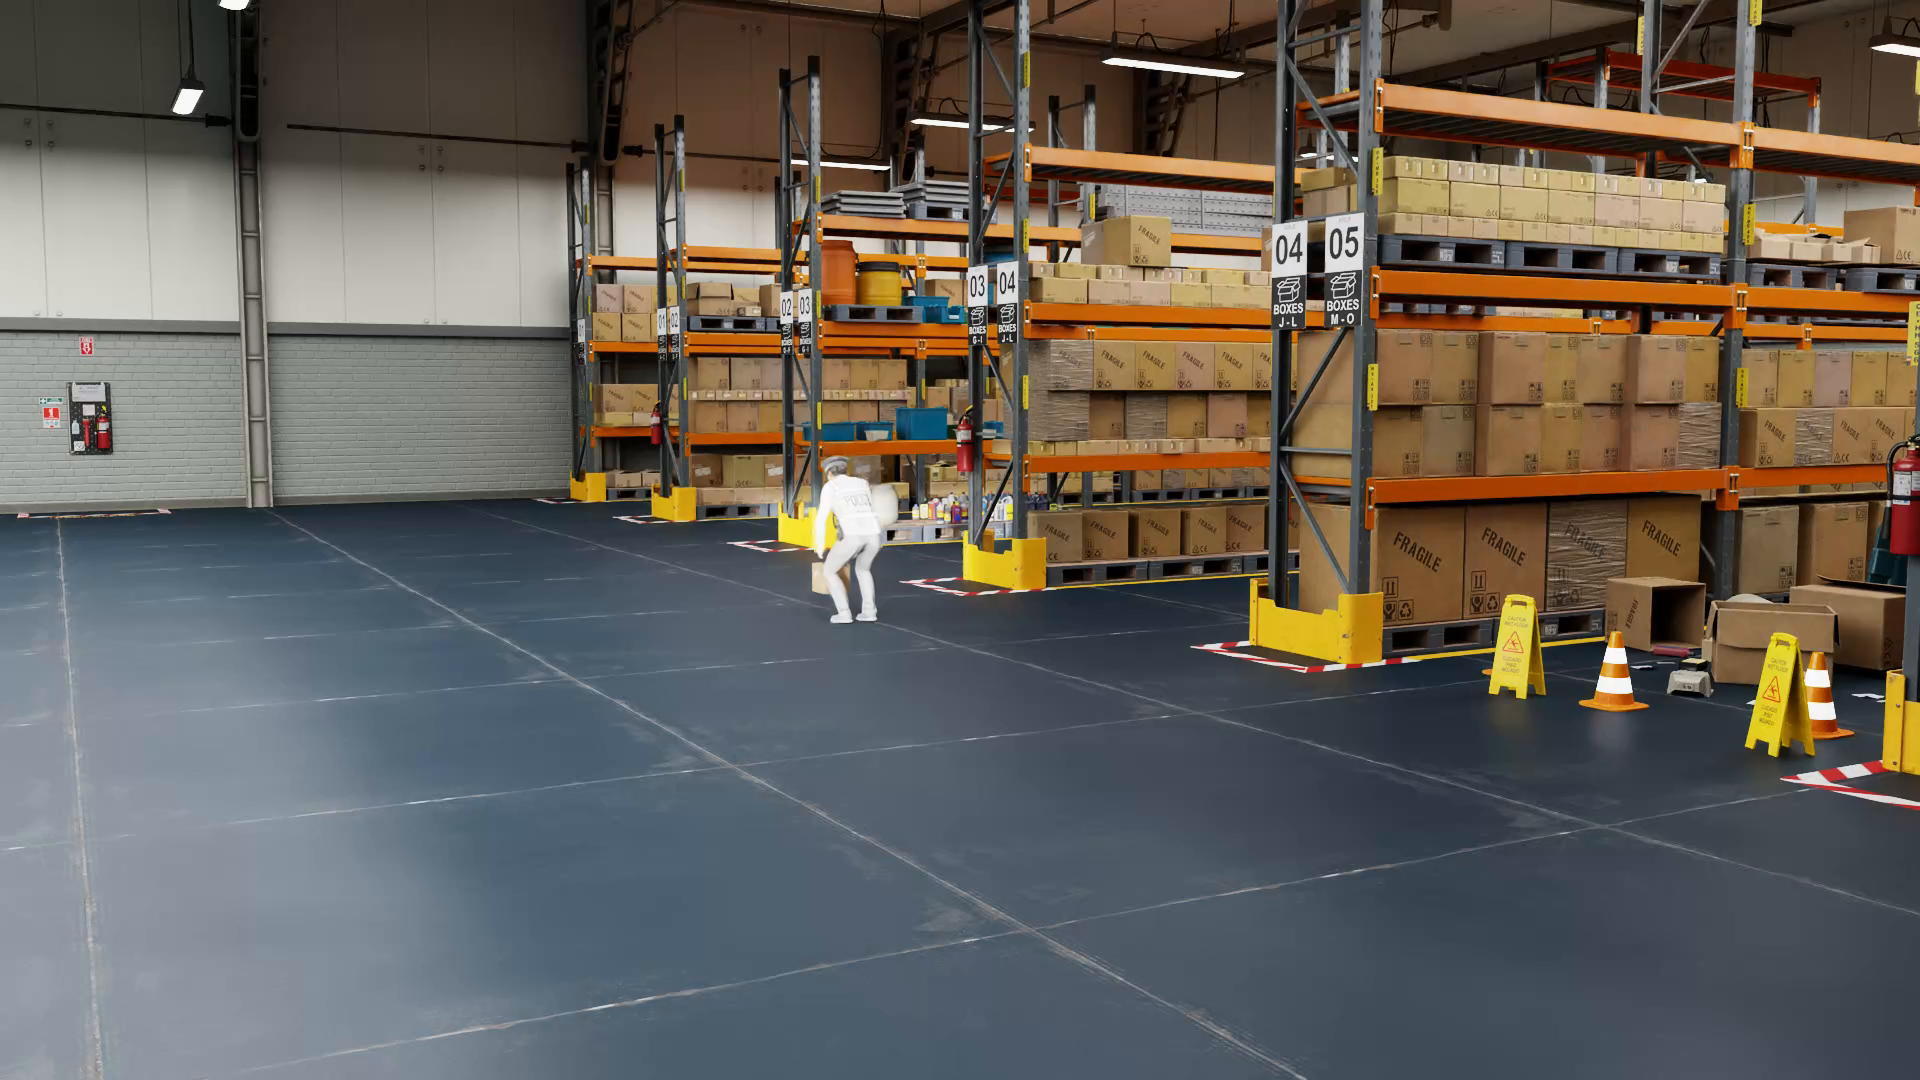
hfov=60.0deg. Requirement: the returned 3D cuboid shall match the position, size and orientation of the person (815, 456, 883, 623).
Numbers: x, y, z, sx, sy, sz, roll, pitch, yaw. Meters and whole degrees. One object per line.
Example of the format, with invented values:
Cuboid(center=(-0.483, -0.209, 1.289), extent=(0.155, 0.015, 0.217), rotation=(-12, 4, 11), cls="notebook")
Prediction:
Cuboid(center=(-0.956, -0.003, 14.072), extent=(0.535, 1.399, 0.691), rotation=(-3, 6, -28), cls="person")
